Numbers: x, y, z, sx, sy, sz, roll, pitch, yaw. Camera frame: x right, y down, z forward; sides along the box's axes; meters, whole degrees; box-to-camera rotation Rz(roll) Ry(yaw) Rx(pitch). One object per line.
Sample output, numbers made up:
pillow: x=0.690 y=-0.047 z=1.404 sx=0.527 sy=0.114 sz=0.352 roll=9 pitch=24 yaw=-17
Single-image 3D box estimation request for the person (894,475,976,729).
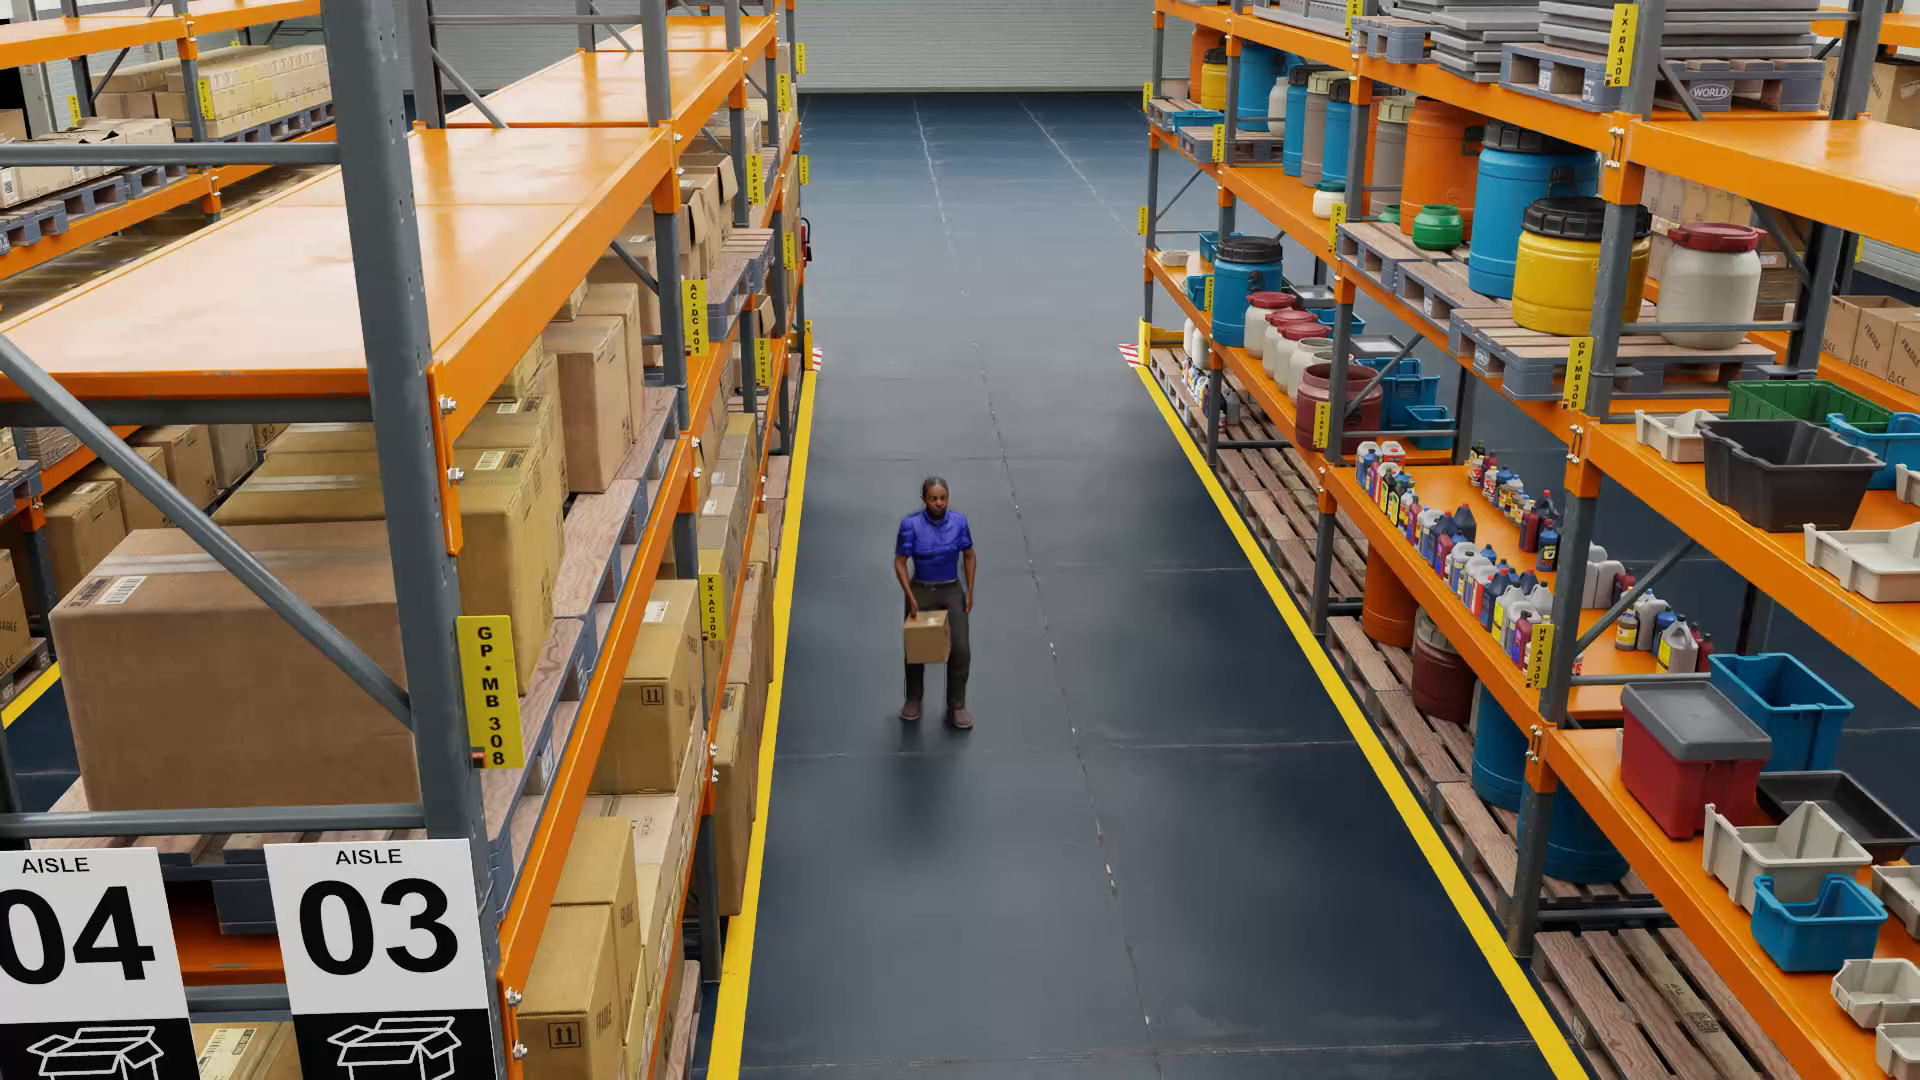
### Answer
person: x=-0.149 y=0.384 z=10.572 sx=0.539 sy=1.651 sz=0.480 roll=-4 pitch=21 yaw=-10
